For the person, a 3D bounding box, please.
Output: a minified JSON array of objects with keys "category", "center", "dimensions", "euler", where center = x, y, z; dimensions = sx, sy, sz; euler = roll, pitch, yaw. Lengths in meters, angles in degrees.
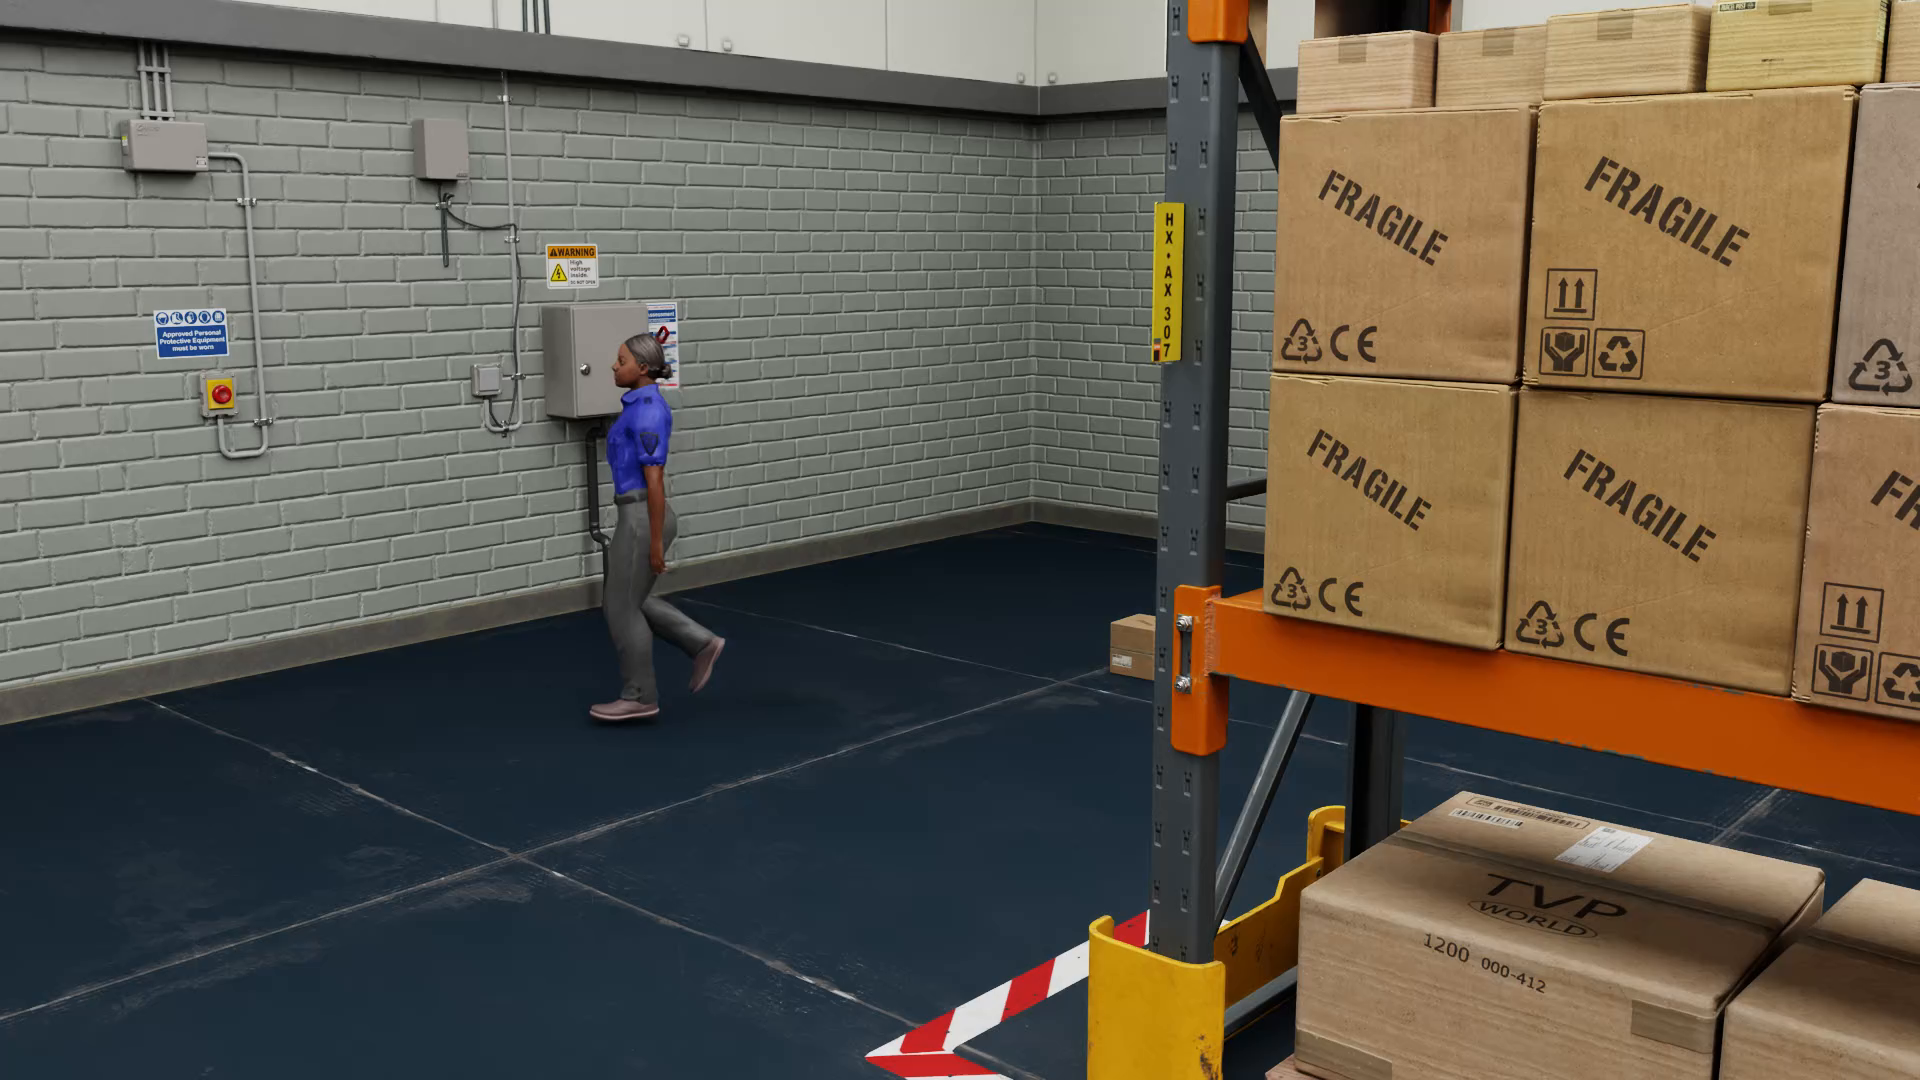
[{"category":"person","center":[-1.310,-0.057,7.111],"dimensions":[0.592,1.640,0.442],"euler":[-2,10,-9]}]
